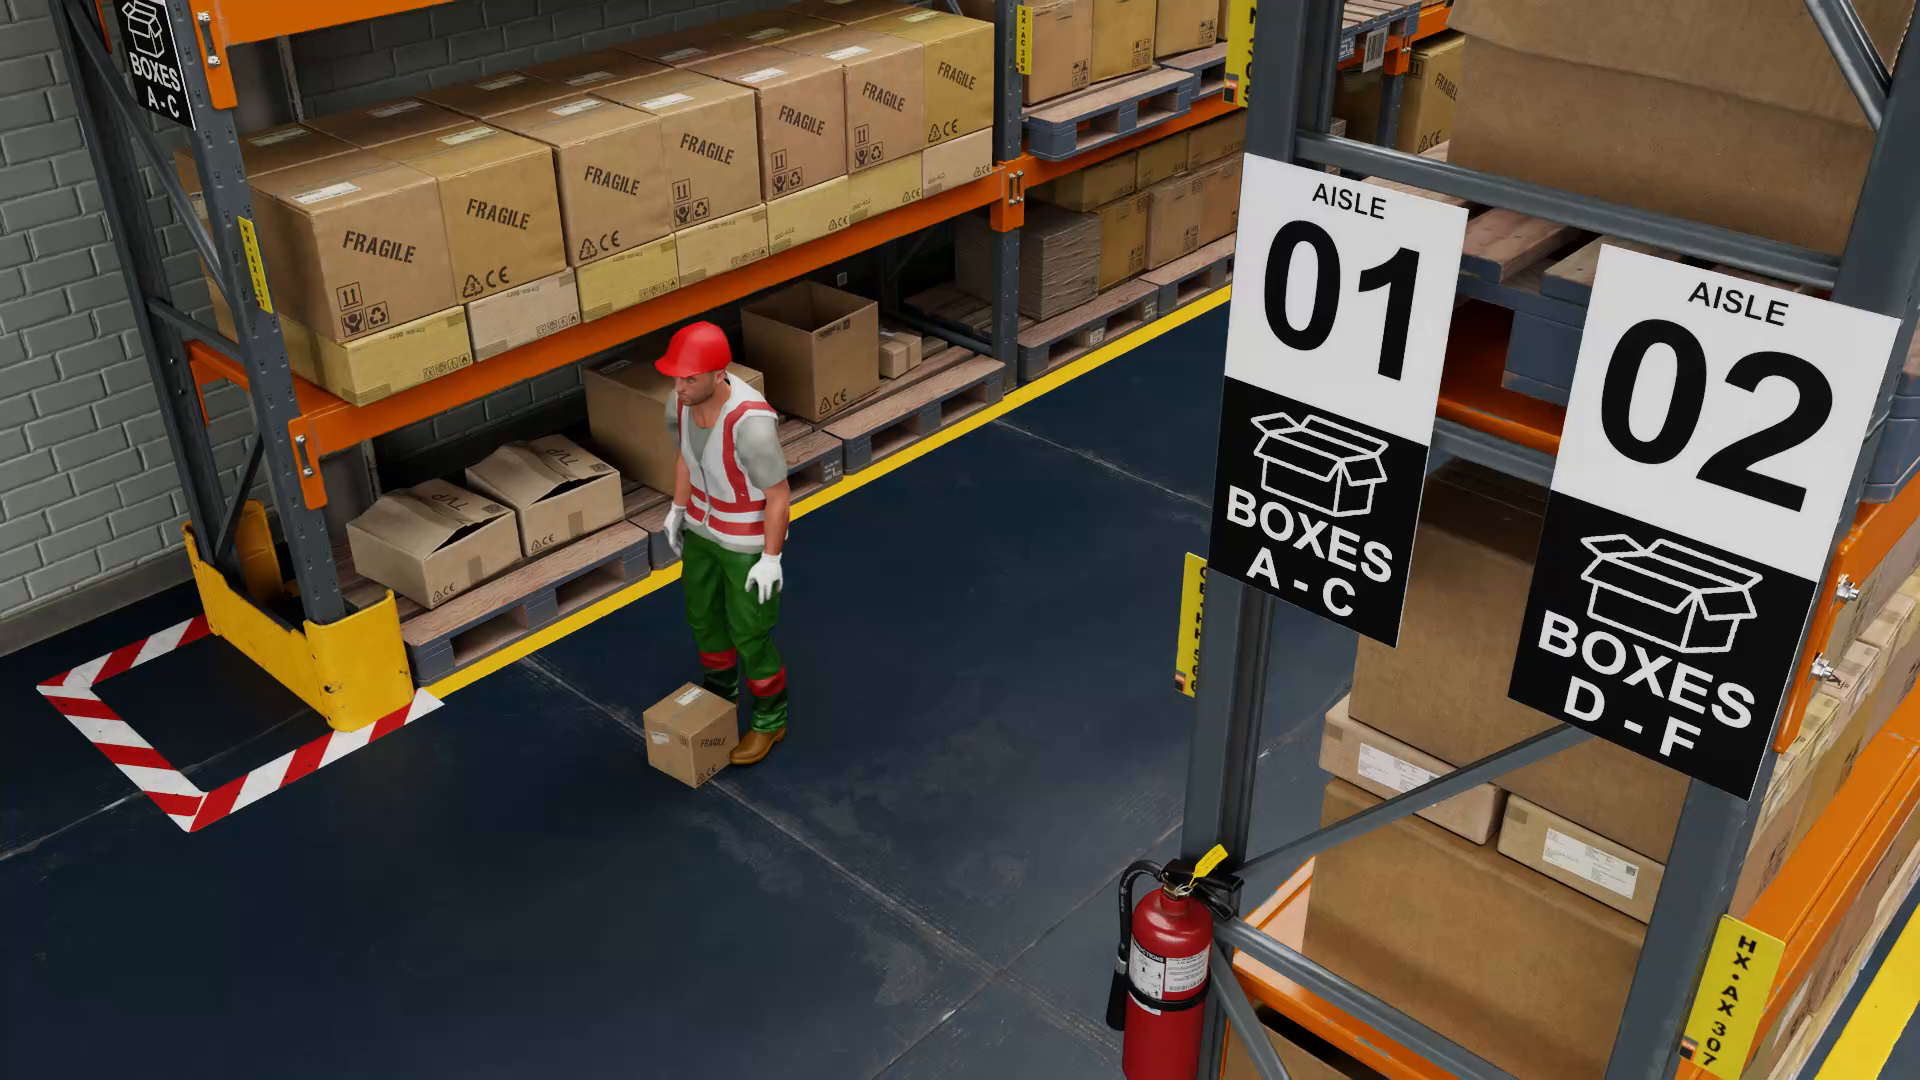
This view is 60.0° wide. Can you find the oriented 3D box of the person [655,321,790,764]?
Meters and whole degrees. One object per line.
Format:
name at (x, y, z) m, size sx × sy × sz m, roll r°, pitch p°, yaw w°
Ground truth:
person at (-0.869, 0.002, 6.117) m, size 0.604 × 1.778 × 0.453 m, roll 25°, pitch 39°, yaw 35°
